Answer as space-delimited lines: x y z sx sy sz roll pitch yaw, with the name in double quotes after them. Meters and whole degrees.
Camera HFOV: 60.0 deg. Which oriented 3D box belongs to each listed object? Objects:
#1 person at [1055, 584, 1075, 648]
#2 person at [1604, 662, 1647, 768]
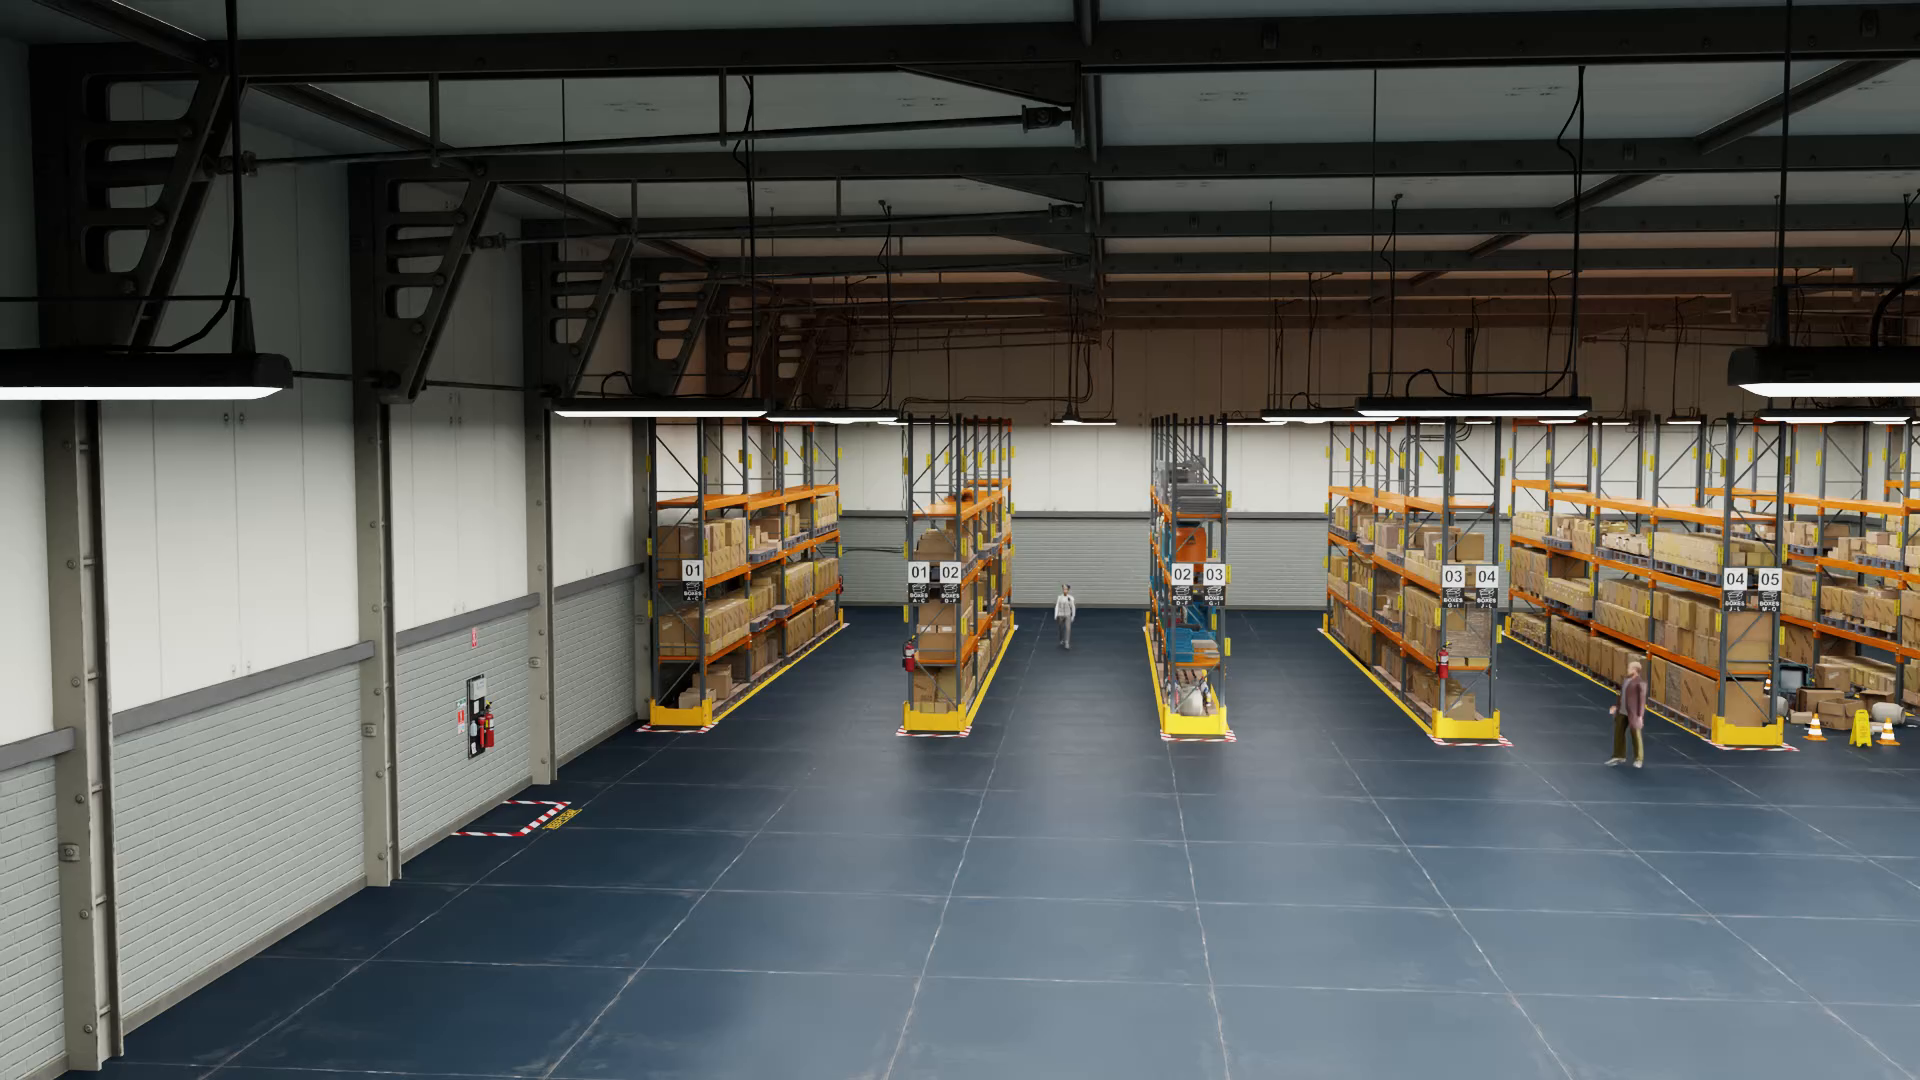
2.742 1.974 43.387 0.541 1.645 0.960 0 4 3 "person"
11.265 2.939 28.098 0.479 1.808 0.750 -2 4 -27 "person"
